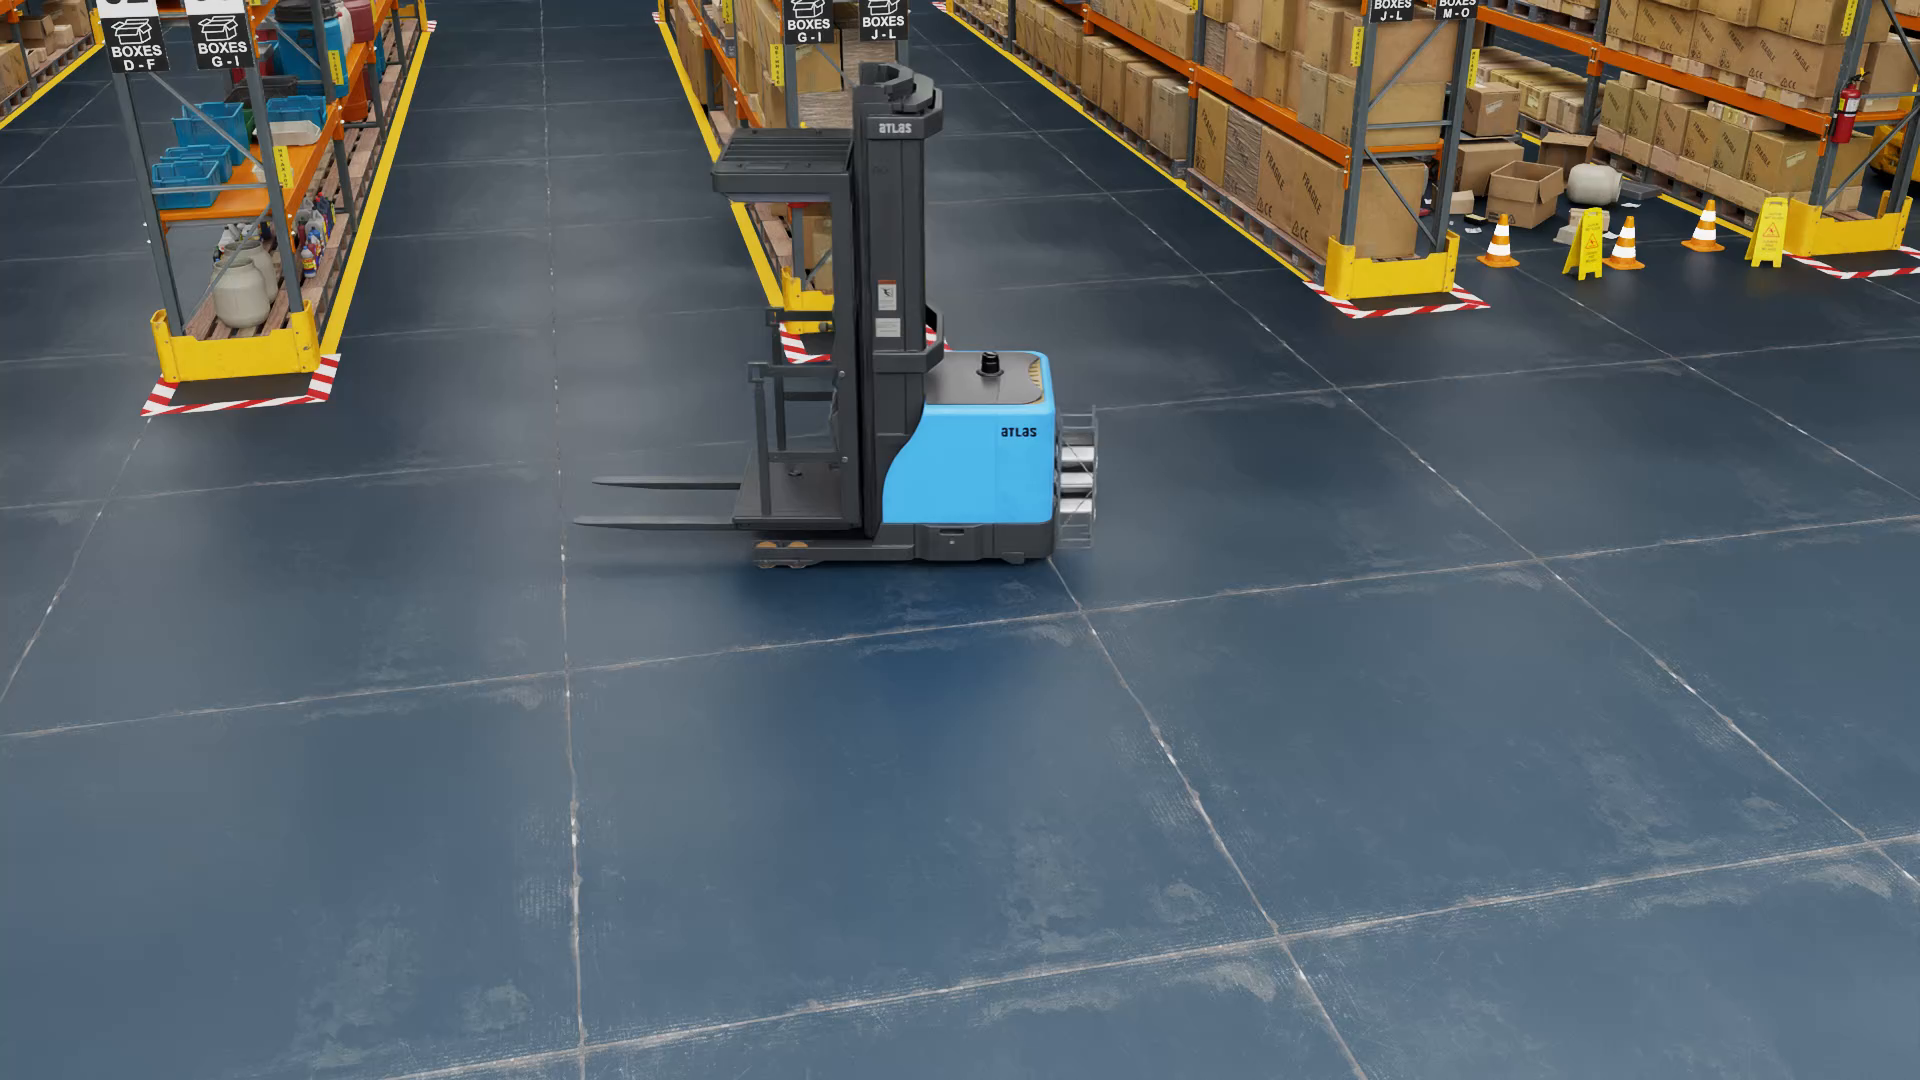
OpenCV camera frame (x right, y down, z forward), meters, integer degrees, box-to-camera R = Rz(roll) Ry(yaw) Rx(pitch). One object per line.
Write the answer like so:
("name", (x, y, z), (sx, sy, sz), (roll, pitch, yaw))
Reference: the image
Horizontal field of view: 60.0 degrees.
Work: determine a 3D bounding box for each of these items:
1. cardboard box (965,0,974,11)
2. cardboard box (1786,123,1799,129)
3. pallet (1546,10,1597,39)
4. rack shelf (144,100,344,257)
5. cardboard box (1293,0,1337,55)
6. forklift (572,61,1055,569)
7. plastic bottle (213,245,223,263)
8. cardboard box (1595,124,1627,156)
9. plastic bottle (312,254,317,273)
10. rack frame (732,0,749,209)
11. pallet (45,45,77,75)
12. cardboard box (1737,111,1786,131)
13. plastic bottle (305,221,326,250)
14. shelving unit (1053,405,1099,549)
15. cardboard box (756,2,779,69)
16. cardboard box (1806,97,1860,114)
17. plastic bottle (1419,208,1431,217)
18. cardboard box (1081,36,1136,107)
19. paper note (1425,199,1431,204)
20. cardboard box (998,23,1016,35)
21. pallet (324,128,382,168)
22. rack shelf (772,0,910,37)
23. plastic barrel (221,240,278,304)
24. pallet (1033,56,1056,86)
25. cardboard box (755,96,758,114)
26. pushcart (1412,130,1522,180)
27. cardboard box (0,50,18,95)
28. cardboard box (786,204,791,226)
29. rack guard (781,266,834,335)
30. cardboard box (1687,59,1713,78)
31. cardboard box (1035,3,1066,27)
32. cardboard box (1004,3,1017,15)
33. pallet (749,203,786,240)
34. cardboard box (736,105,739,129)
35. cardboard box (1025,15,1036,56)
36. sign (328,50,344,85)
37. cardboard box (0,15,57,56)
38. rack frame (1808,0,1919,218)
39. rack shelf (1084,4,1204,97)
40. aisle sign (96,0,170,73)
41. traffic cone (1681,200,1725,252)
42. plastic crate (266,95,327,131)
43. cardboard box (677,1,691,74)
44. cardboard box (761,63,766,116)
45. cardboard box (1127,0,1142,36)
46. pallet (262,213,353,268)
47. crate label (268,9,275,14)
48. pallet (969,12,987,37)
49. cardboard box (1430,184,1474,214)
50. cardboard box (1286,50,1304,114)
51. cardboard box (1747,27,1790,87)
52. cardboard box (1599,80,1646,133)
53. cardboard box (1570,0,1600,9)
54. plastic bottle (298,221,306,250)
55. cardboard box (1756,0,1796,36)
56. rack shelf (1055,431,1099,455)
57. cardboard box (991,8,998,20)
("cardboard box", (0.290, -8.991, 27.932), (0.380, 0.149, 0.250), (-6, 27, -11))
("cardboard box", (8.697, -4.116, 17.330), (0.500, 0.500, 0.500), (-7, 28, -14))
("pallet", (7.805, -6.221, 19.958), (1.003, 0.211, 1.213), (-6, 27, -12))
("rack shelf", (-6.194, -3.248, 14.654), (1.077, 0.370, 4.000), (-6, 27, -12))
("cardboard box", (3.684, -4.861, 15.686), (0.875, 0.550, 0.550), (-6, 27, -12))
("forklift", (-0.928, -1.367, 10.206), (3.031, 2.935, 1.130), (0, 27, 0))
("plastic bottle", (-6.629, -2.486, 14.872), (0.061, 0.283, 0.133), (-5, 27, -10))
("cardboard box", (7.706, -4.630, 19.179), (0.500, 0.250, 0.500), (-7, 28, -14))
("plastic bottle", (-5.872, -2.511, 15.013), (0.097, 0.201, 0.097), (0, 27, 0))
("rack frame", (-1.819, -4.950, 17.227), (1.000, 3.000, 0.127), (-6, 27, -12))
("pallet", (-13.707, -7.051, 24.485), (1.003, 0.211, 1.213), (-6, 27, -12))
("cardboard box", (8.154, -4.264, 16.902), (0.380, 0.149, 0.250), (-5, 27, -10))
("plastic bottle", (-6.070, -2.876, 15.654), (0.152, 0.276, 0.135), (-5, 27, -11))
("shelving unit", (0.731, -0.394, 10.533), (0.258, 0.900, 0.210), (-1, 27, -1))
("cardboard box", (-1.511, -4.472, 14.731), (0.500, 0.500, 0.500), (-6, 27, -12))
("cardboard box", (8.444, -4.230, 16.081), (0.380, 0.149, 0.250), (-5, 27, -10))
("plastic bottle", (4.828, -3.451, 17.520), (0.283, 0.061, 0.133), (-16, 31, -29))
("cardboard box", (2.184, -6.072, 21.481), (1.050, 0.750, 0.750), (-6, 27, -12))
("paper note", (5.125, -3.670, 17.995), (0.172, 0.023, 0.155), (3, 27, 6))
("cardboard box", (0.813, -7.973, 25.916), (0.380, 0.149, 0.250), (-6, 27, -11))
("pallet", (-7.410, -4.614, 19.657), (1.003, 0.211, 1.213), (-6, 27, -12))
("rack shelf", (-1.369, -5.090, 14.974), (1.077, 0.370, 4.000), (-6, 27, -12))
("plastic barrel", (-6.079, -2.269, 14.211), (0.421, 0.512, 0.421), (0, 27, 0))
("pallet", (1.688, -6.798, 23.984), (1.003, 0.211, 1.213), (-6, 27, -12))
("cardboard box", (-1.758, -4.166, 15.954), (0.380, 0.149, 0.250), (-6, 27, -12))
("pushcart", (5.626, -4.532, 19.310), (1.648, 0.377, 0.936), (-16, 31, -29))
("cardboard box", (-12.781, -6.132, 21.857), (0.500, 0.500, 0.500), (-6, 27, -11))
("cardboard box", (-1.415, -3.326, 16.319), (0.500, 0.500, 0.500), (-8, 28, -16))
("rack guard", (-0.935, -2.111, 14.378), (1.175, 0.500, 0.348), (-6, 27, -12))
("cardboard box", (7.957, -5.003, 17.611), (0.380, 0.149, 0.250), (-6, 27, -12))
("cardboard box", (1.375, -7.518, 23.792), (0.500, 0.250, 0.500), (-5, 27, -10))
("cardboard box", (0.899, -8.231, 25.766), (0.380, 0.149, 0.250), (-5, 27, -10))
("pallet", (-1.634, -3.414, 17.279), (1.003, 0.211, 1.213), (-6, 27, -12))
("cardboard box", (-2.278, -5.004, 19.620), (0.700, 0.500, 0.500), (-4, 27, -7))
("cardboard box", (1.262, -7.409, 24.408), (0.500, 0.500, 0.500), (-5, 27, -9))
("sign", (-6.106, -4.621, 16.270), (0.100, 0.325, 0.005), (-6, 27, -12))
("cardboard box", (-13.703, -7.364, 24.292), (0.797, 0.503, 0.637), (-6, 27, -12))
("rack frame", (8.737, -4.200, 15.742), (1.000, 3.000, 0.127), (-6, 27, -12))
("rack shelf", (2.585, -5.966, 20.039), (1.077, 0.370, 4.000), (-6, 27, -12))
("aisle sign", (-6.017, -3.789, 12.044), (0.394, 0.787, 0.004), (-6, 27, -12))
("traffic cone", (7.383, -3.125, 16.428), (0.336, 0.463, 0.334), (-6, 27, -12))
("plastic crate", (-6.131, -3.922, 15.357), (0.499, 0.251, 0.616), (-6, 27, -12))
("cardboard box", (-3.256, -7.030, 23.240), (1.225, 0.875, 0.875), (-7, 28, -13))
("cardboard box", (-1.315, -4.047, 14.997), (0.875, 0.500, 0.500), (-6, 27, -12))
("cardboard box", (2.313, -6.322, 19.835), (0.500, 0.500, 0.500), (-6, 27, -12))
("pallet", (-6.534, -2.903, 16.267), (1.003, 0.211, 1.213), (-6, 27, -12))
("crate label", (-7.586, -5.755, 18.784), (0.502, 0.435, 0.616), (-6, 27, -12))
("pallet", (0.769, -8.504, 27.364), (1.003, 0.211, 1.213), (-6, 27, -12))
("cardboard box", (5.218, -3.621, 17.629), (0.396, 0.266, 0.258), (-1, 27, -3))
("cardboard box", (3.660, -4.376, 15.925), (0.875, 0.550, 0.550), (-6, 27, -12))
("cardboard box", (8.238, -4.808, 16.506), (0.500, 0.500, 0.500), (-6, 27, -11))
("cardboard box", (7.706, -4.964, 19.010), (0.500, 0.500, 0.500), (-5, 27, -9))
("cardboard box", (7.508, -6.500, 19.393), (0.500, 0.500, 0.500), (-6, 27, -13))
("plastic bottle", (-6.174, -2.868, 15.630), (0.061, 0.283, 0.133), (-6, 27, -12))
("cardboard box", (8.303, -5.249, 16.269), (0.700, 0.500, 0.500), (-6, 27, -11))
("rack shelf", (0.731, -0.606, 10.426), (0.258, 0.077, 0.200), (-1, 27, -1))
("cardboard box", (0.702, -8.308, 26.249), (0.380, 0.149, 0.250), (-7, 28, -13))
